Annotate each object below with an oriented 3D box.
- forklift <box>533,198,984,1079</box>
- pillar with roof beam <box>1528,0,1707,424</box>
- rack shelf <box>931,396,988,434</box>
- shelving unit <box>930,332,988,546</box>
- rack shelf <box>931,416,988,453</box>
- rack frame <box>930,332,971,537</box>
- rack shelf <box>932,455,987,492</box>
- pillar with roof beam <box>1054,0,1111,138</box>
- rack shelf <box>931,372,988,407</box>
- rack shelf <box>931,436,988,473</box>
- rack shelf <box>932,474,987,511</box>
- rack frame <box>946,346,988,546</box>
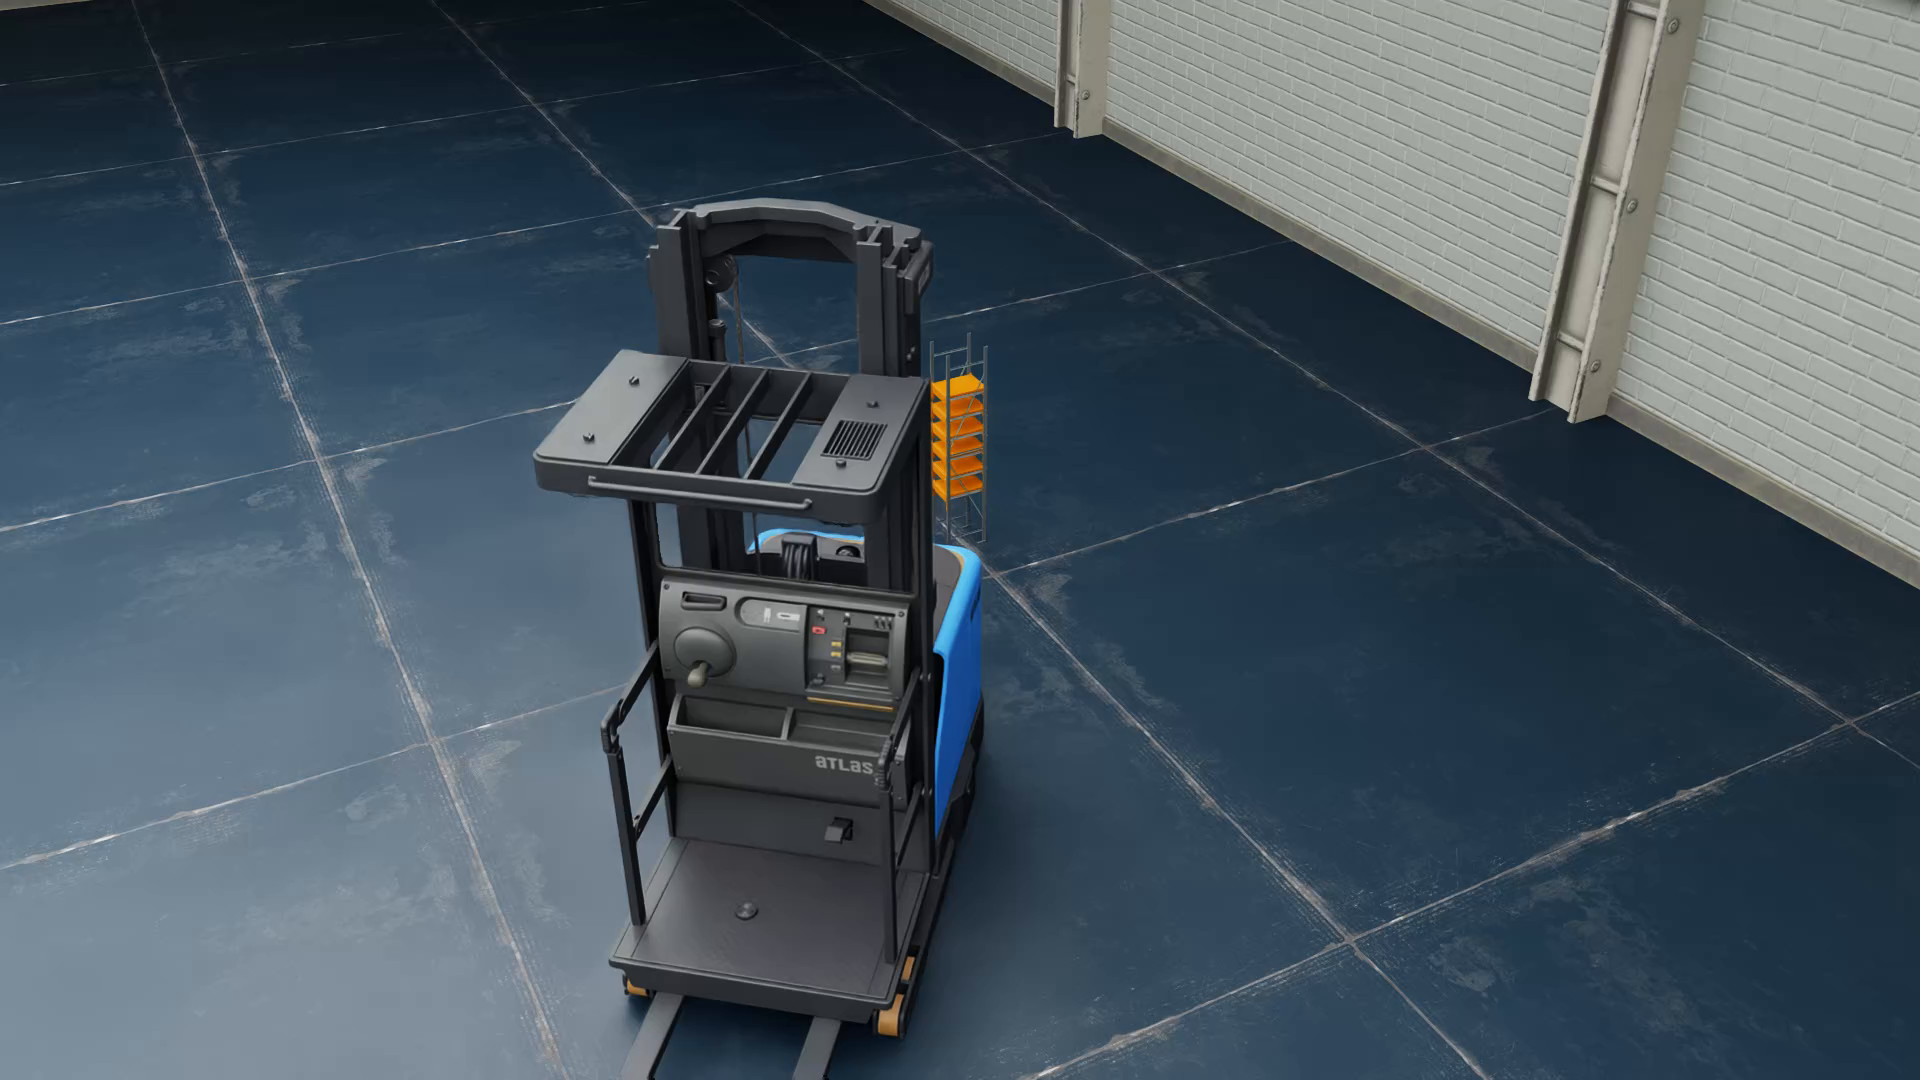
[{"bbox_3d":[-0.687,0.432,5.878,1.130,2.935,3.031,6,33,10],"label":"forklift"},{"bbox_3d":[0.071,-3.566,6.494,9.100,9.000,0.400,-16,36,-23],"label":"pillar with roof beam"},{"bbox_3d":[-0.007,-0.677,8.850,0.258,0.103,0.180,-16,36,-23],"label":"rack shelf"},{"bbox_3d":[-0.007,-0.512,8.956,0.258,1.200,0.189,-16,36,-23],"label":"shelving unit"},{"bbox_3d":[-0.007,-0.576,8.915,0.258,0.103,0.180,-16,36,-23],"label":"rack shelf"},{"bbox_3d":[-0.049,-0.556,9.024,0.240,1.200,0.006,-16,36,-23],"label":"rack frame"},{"bbox_3d":[-0.007,-0.374,9.044,0.258,0.103,0.180,-16,36,-23],"label":"rack shelf"},{"bbox_3d":[-2.726,-6.430,10.963,9.100,9.000,0.400,-16,36,-23],"label":"pillar with roof beam"},{"bbox_3d":[-0.007,-0.778,8.786,0.258,0.103,0.180,-16,36,-23],"label":"rack shelf"},{"bbox_3d":[-0.007,-0.475,8.980,0.258,0.103,0.180,-16,36,-23],"label":"rack shelf"},{"bbox_3d":[-0.007,-0.273,9.109,0.258,0.103,0.180,-16,36,-23],"label":"rack shelf"},{"bbox_3d":[0.036,-0.468,8.888,0.240,1.200,0.006,-16,36,-23],"label":"rack frame"}]
